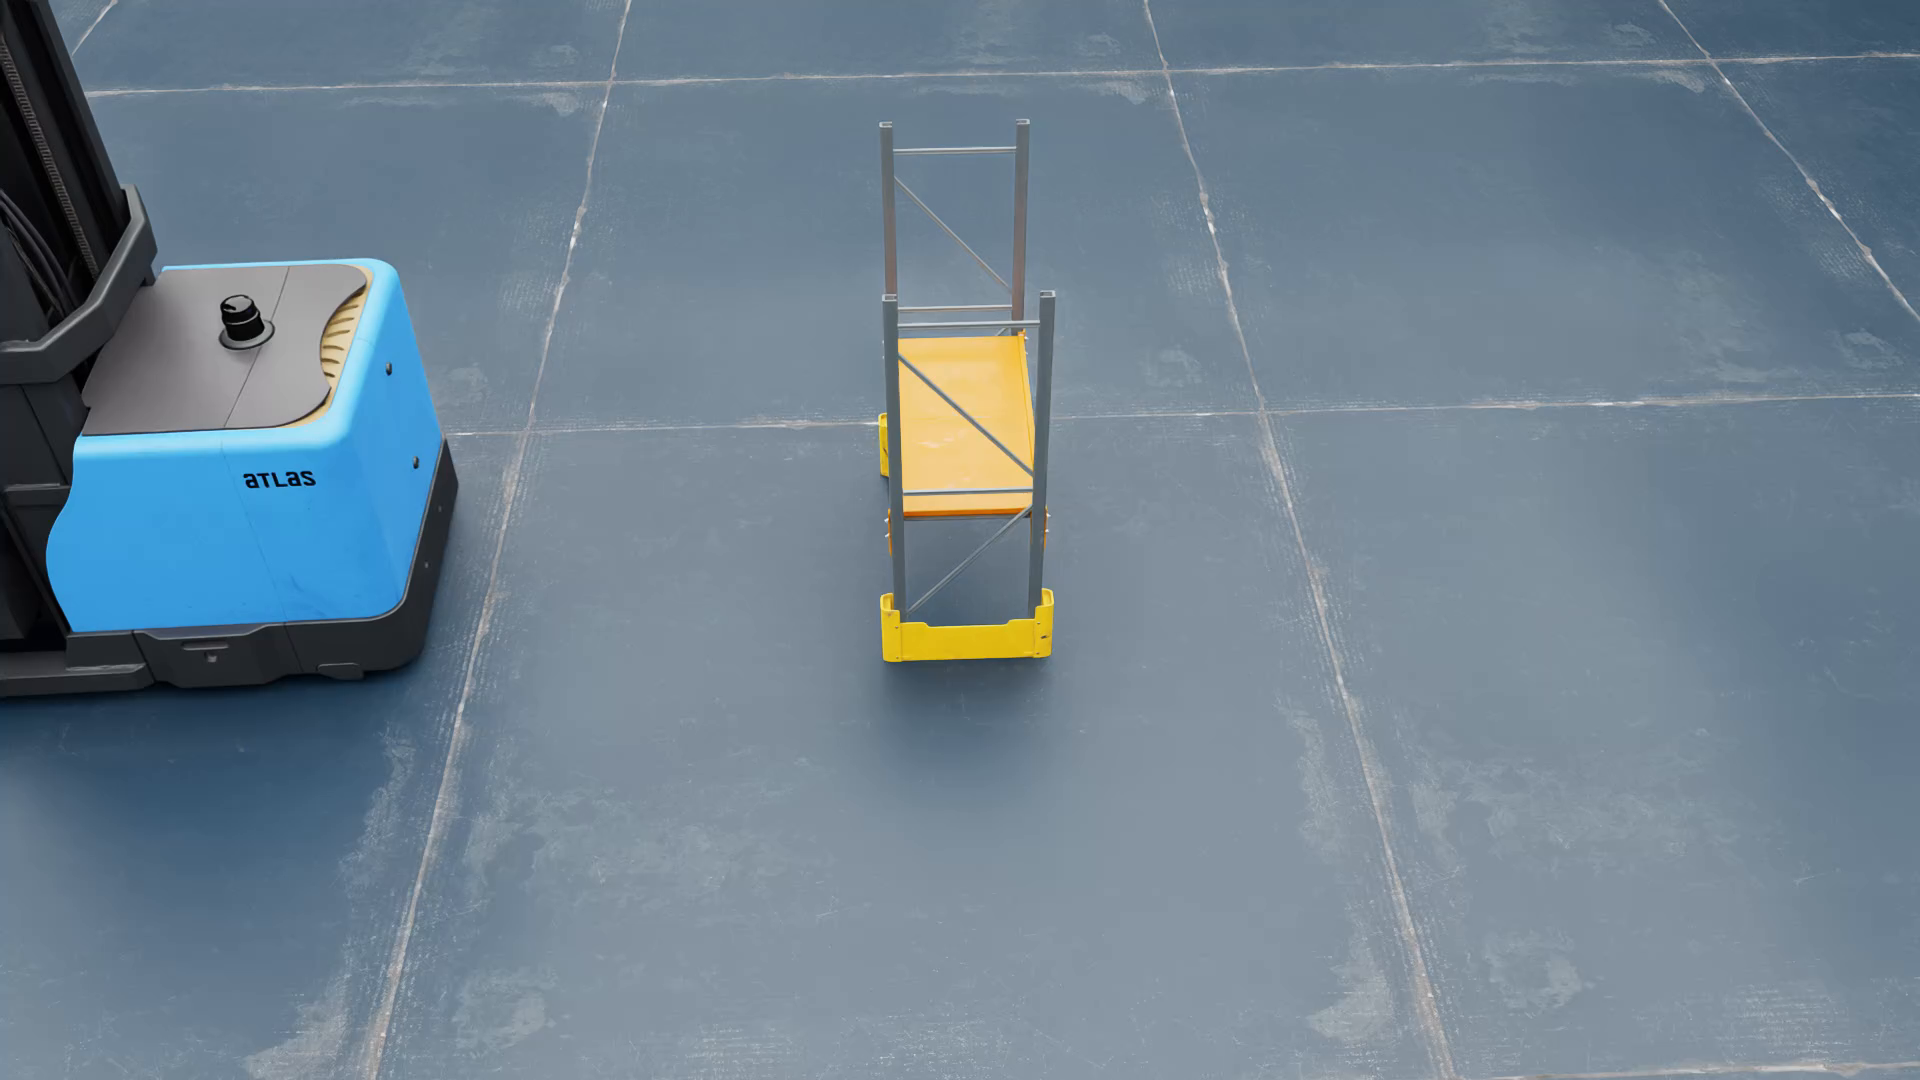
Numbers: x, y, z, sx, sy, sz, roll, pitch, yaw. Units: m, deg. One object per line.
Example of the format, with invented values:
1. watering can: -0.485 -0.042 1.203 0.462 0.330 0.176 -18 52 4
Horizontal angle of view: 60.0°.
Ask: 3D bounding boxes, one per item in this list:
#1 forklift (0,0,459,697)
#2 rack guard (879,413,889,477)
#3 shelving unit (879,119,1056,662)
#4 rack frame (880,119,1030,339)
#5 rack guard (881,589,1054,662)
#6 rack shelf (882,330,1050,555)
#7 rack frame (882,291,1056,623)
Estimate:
1. forklift: -3.400 -0.871 5.031 3.031 2.935 1.130 -3 43 -3
2. rack guard: -0.018 -0.377 6.476 0.587 0.250 0.087 -2 43 -2
3. shelving unit: 0.003 -0.501 5.687 0.587 1.500 1.083 -2 43 -2
4. rack frame: -0.018 -0.838 6.055 0.500 1.500 0.032 -2 43 -2
5. rack guard: 0.024 0.296 5.743 0.587 0.250 0.087 -2 43 -2
6. rack shelf: 0.004 -0.363 5.802 0.538 0.185 1.000 -2 43 -2
7. rack frame: 0.025 -0.152 5.306 0.500 1.500 0.032 -2 43 -2
